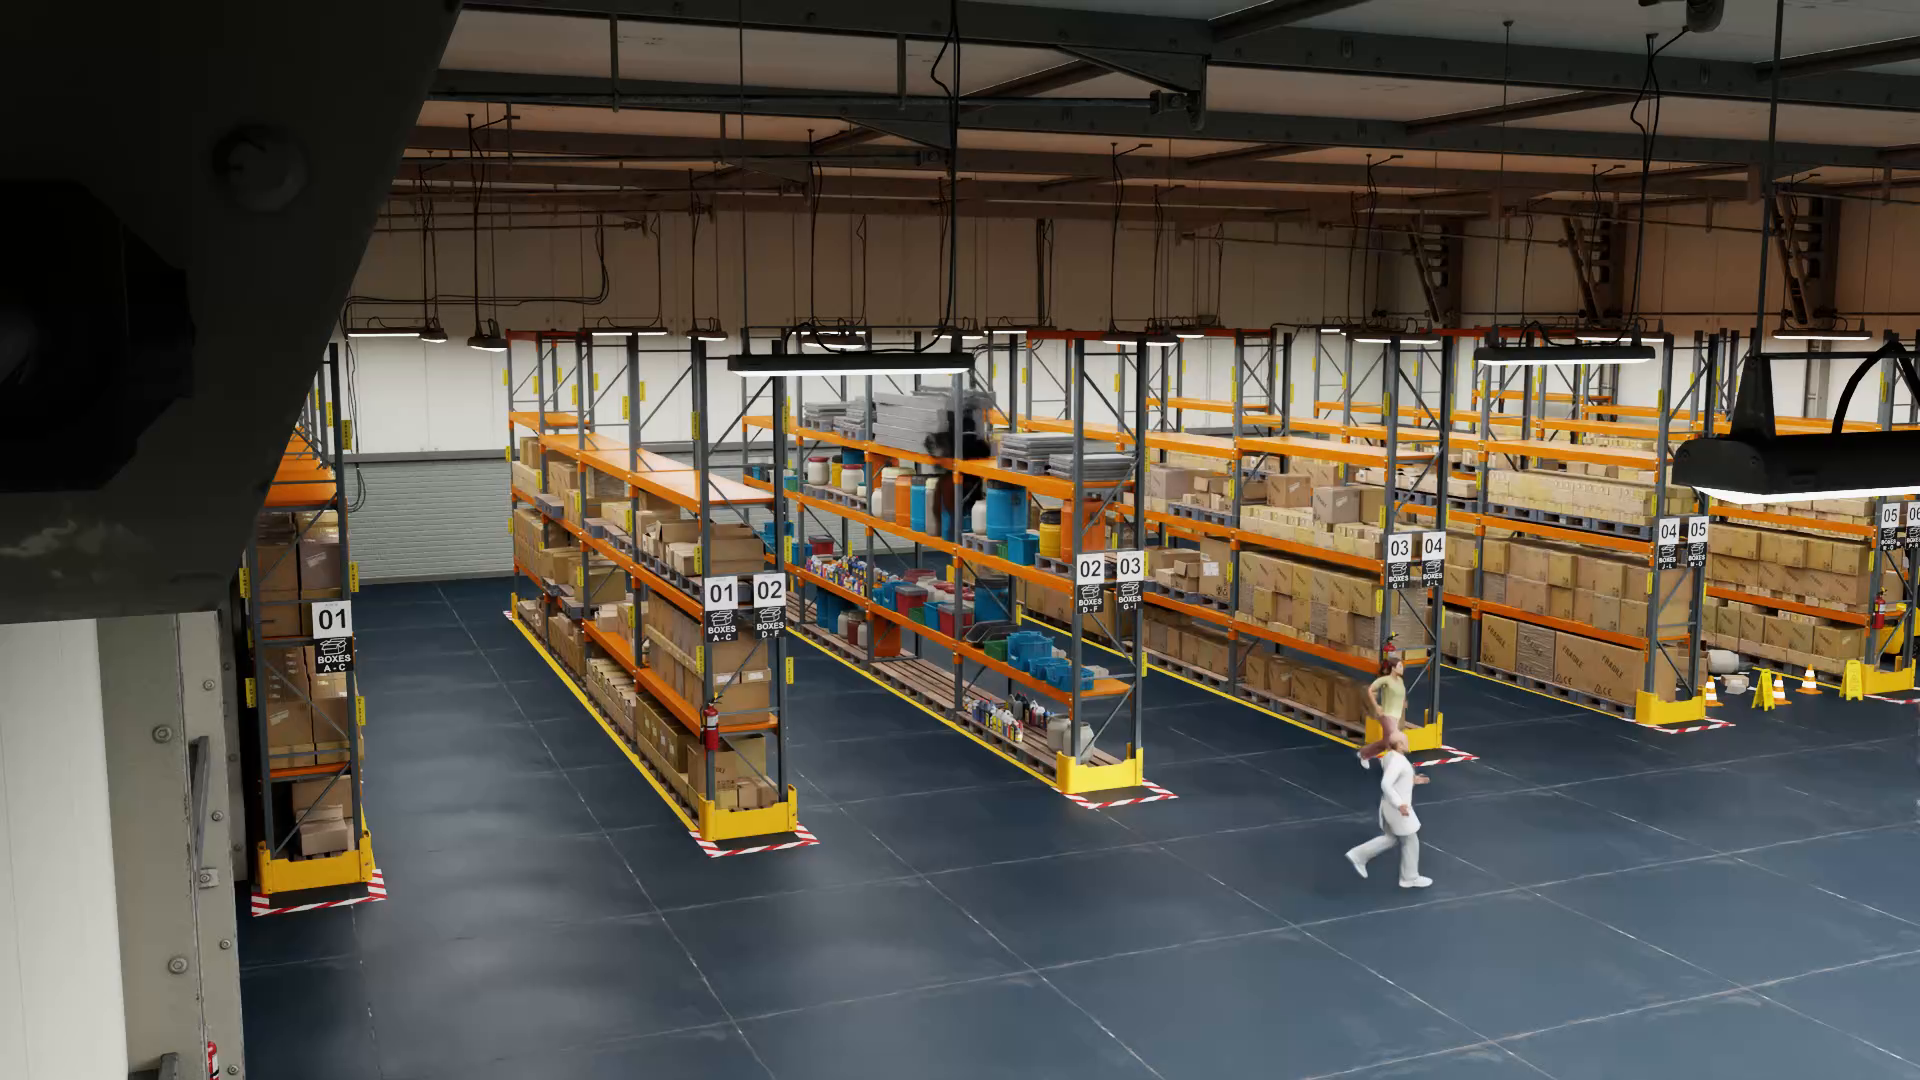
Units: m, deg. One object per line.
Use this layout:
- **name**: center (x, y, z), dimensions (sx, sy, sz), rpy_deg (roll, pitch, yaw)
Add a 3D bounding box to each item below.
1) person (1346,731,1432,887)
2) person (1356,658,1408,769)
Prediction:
- **person**: center (4.762, 2.965, 18.316), dimensions (0.954, 1.756, 0.709), rpy_deg (0, 8, 0)
- **person**: center (5.903, 2.418, 22.810), dimensions (0.611, 1.632, 0.922), rpy_deg (-6, 10, -39)
